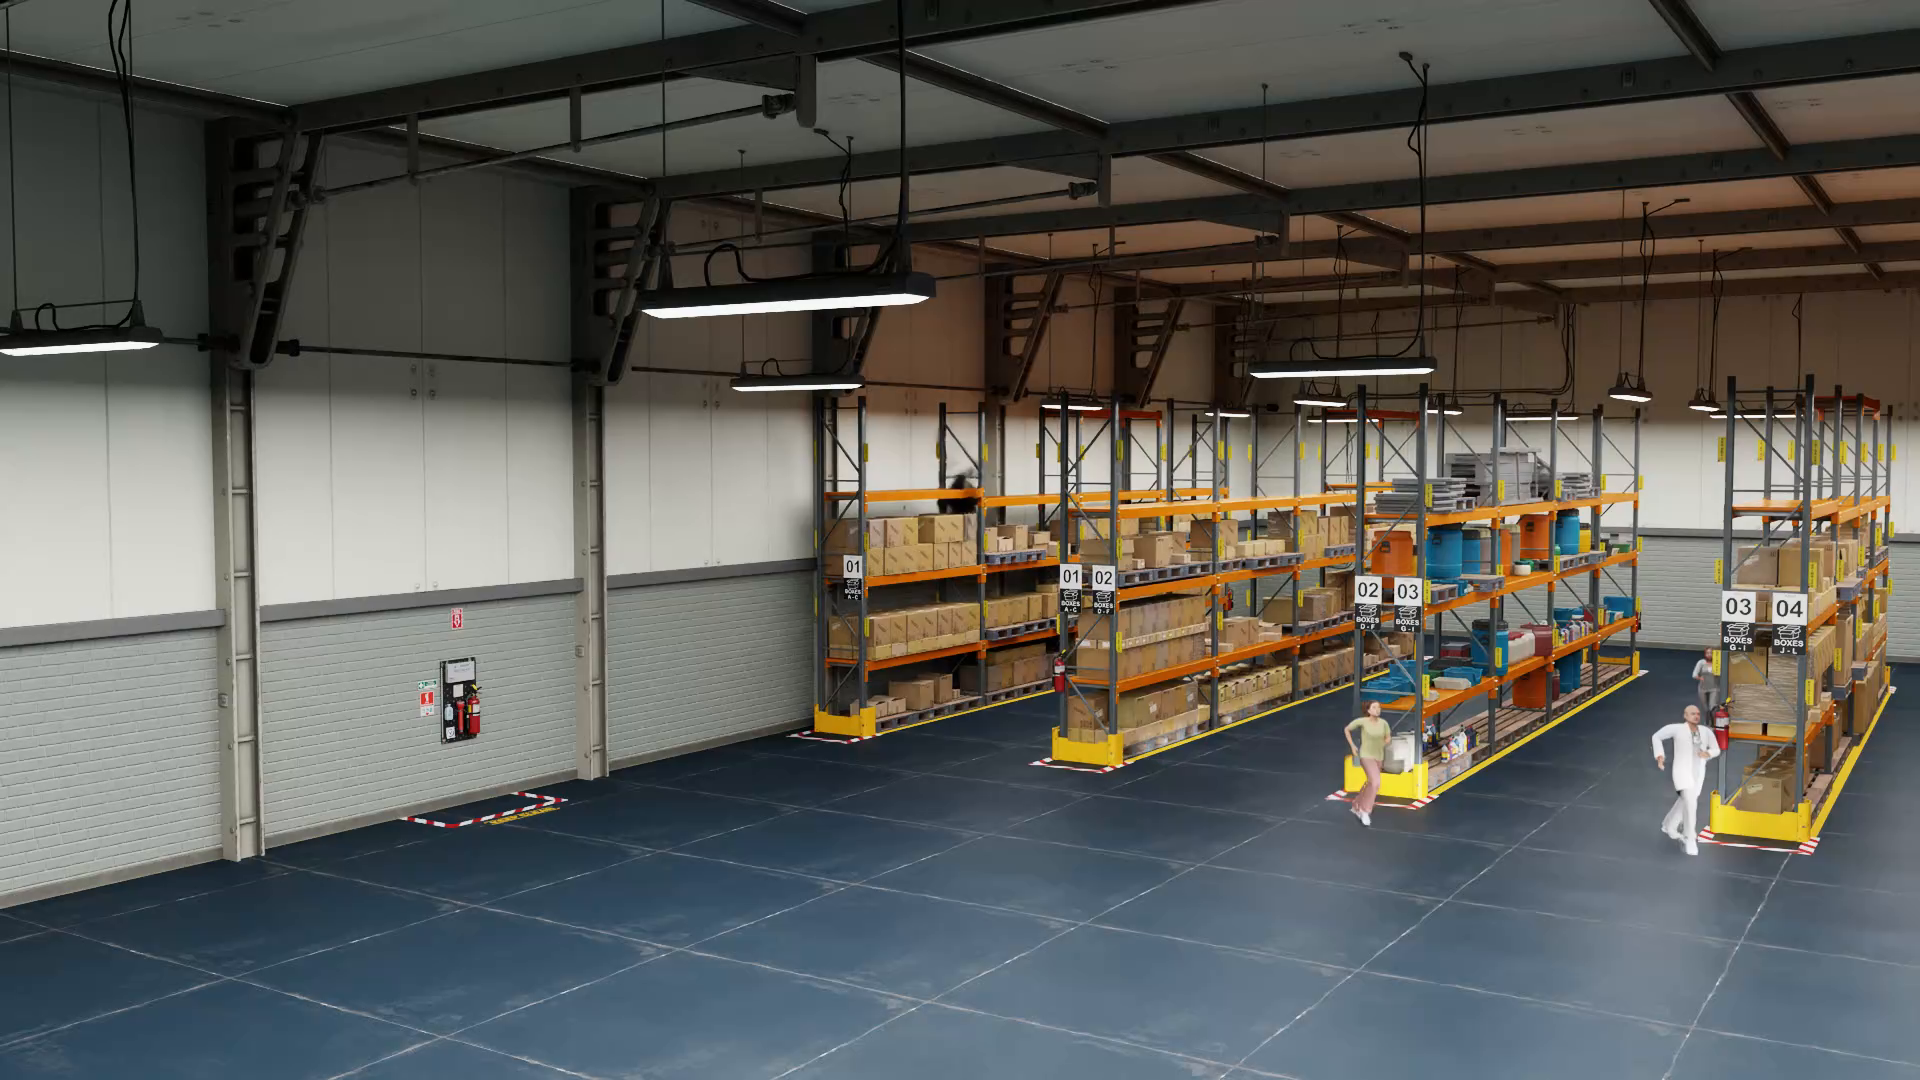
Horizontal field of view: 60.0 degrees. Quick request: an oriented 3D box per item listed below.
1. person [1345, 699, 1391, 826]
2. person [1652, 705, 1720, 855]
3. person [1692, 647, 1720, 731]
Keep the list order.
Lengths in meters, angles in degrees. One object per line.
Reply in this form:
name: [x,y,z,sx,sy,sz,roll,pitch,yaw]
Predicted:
person: [5.564,2.997,22.556,0.566,1.668,0.636,-1,3,-23]
person: [9.233,3.013,21.099,0.740,1.837,0.860,-1,3,-13]
person: [13.110,2.685,29.136,0.526,1.641,0.707,2,3,31]
